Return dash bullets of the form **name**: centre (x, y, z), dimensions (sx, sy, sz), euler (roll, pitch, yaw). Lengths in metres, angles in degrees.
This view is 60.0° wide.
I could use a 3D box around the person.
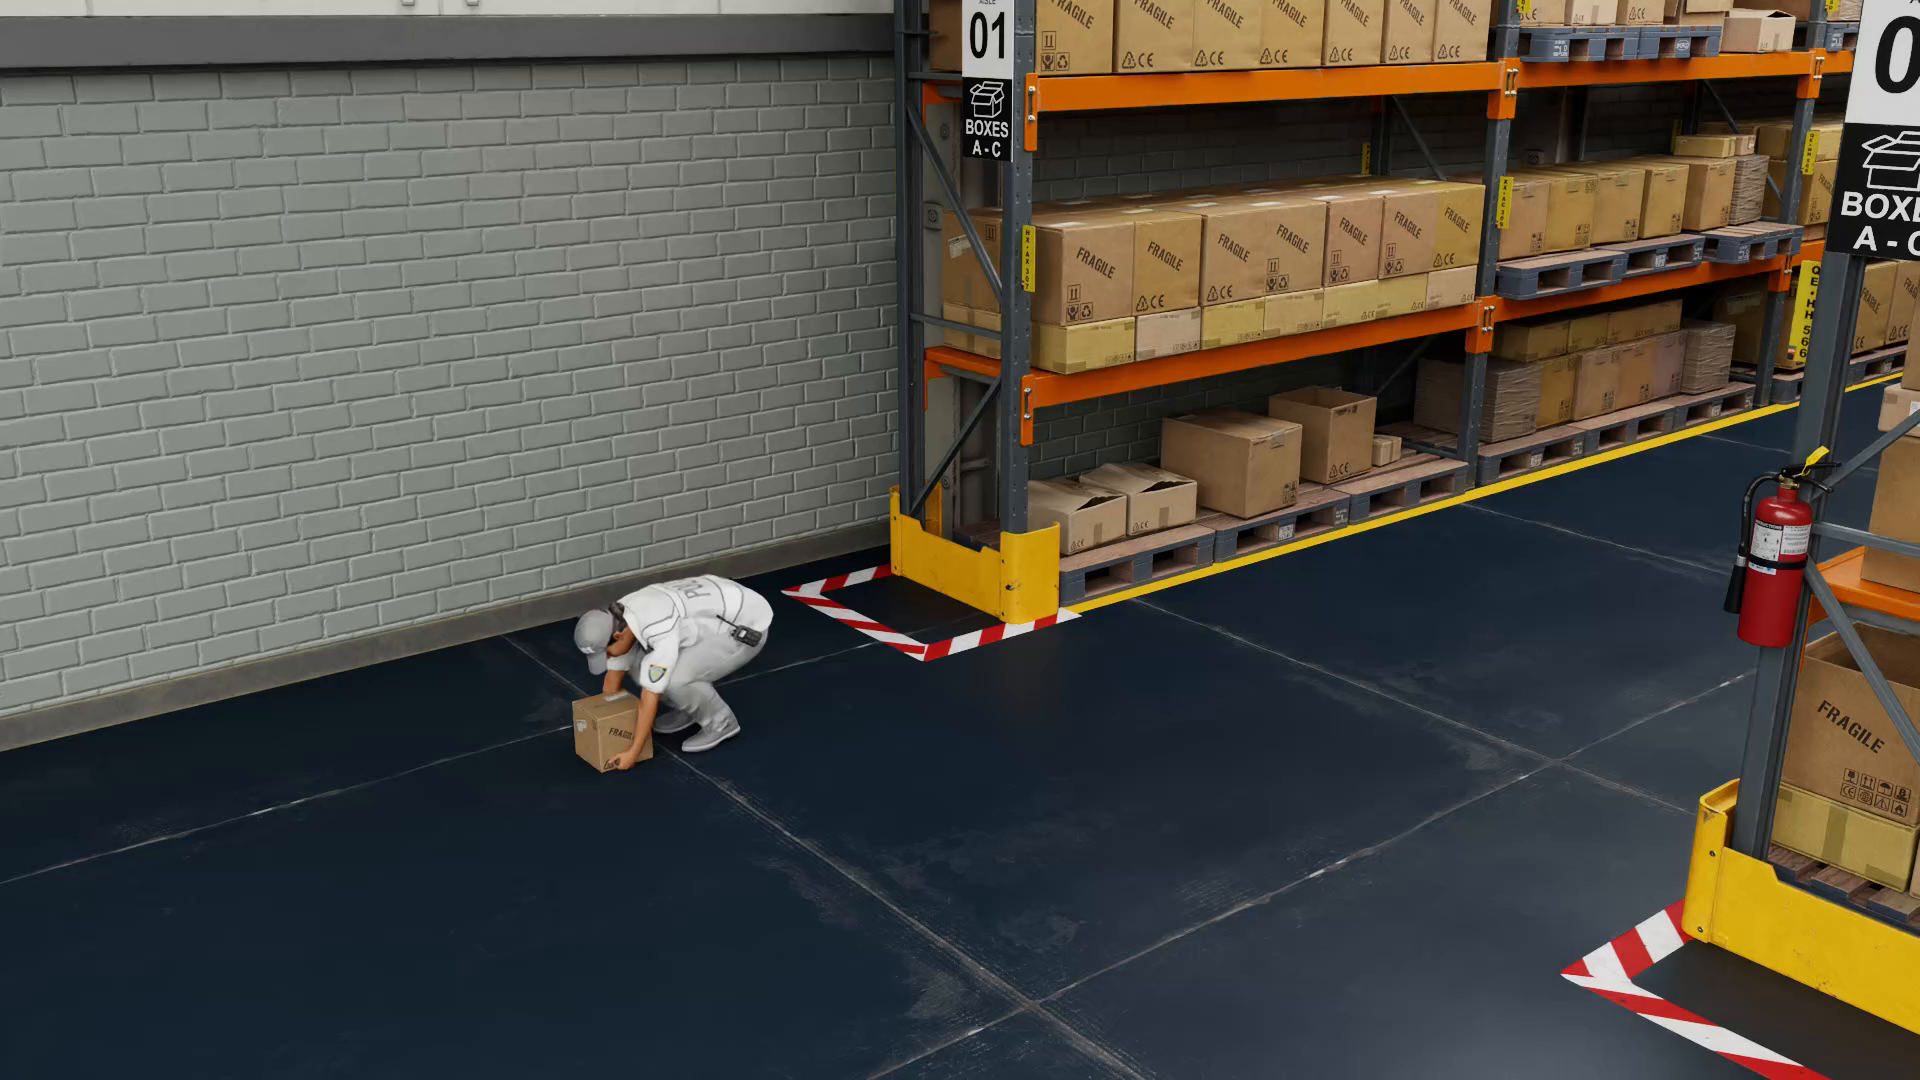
- **person**: centre (-1.268, 0.557, 7.363), dimensions (0.931, 0.752, 0.488), euler (-14, 23, -37)
